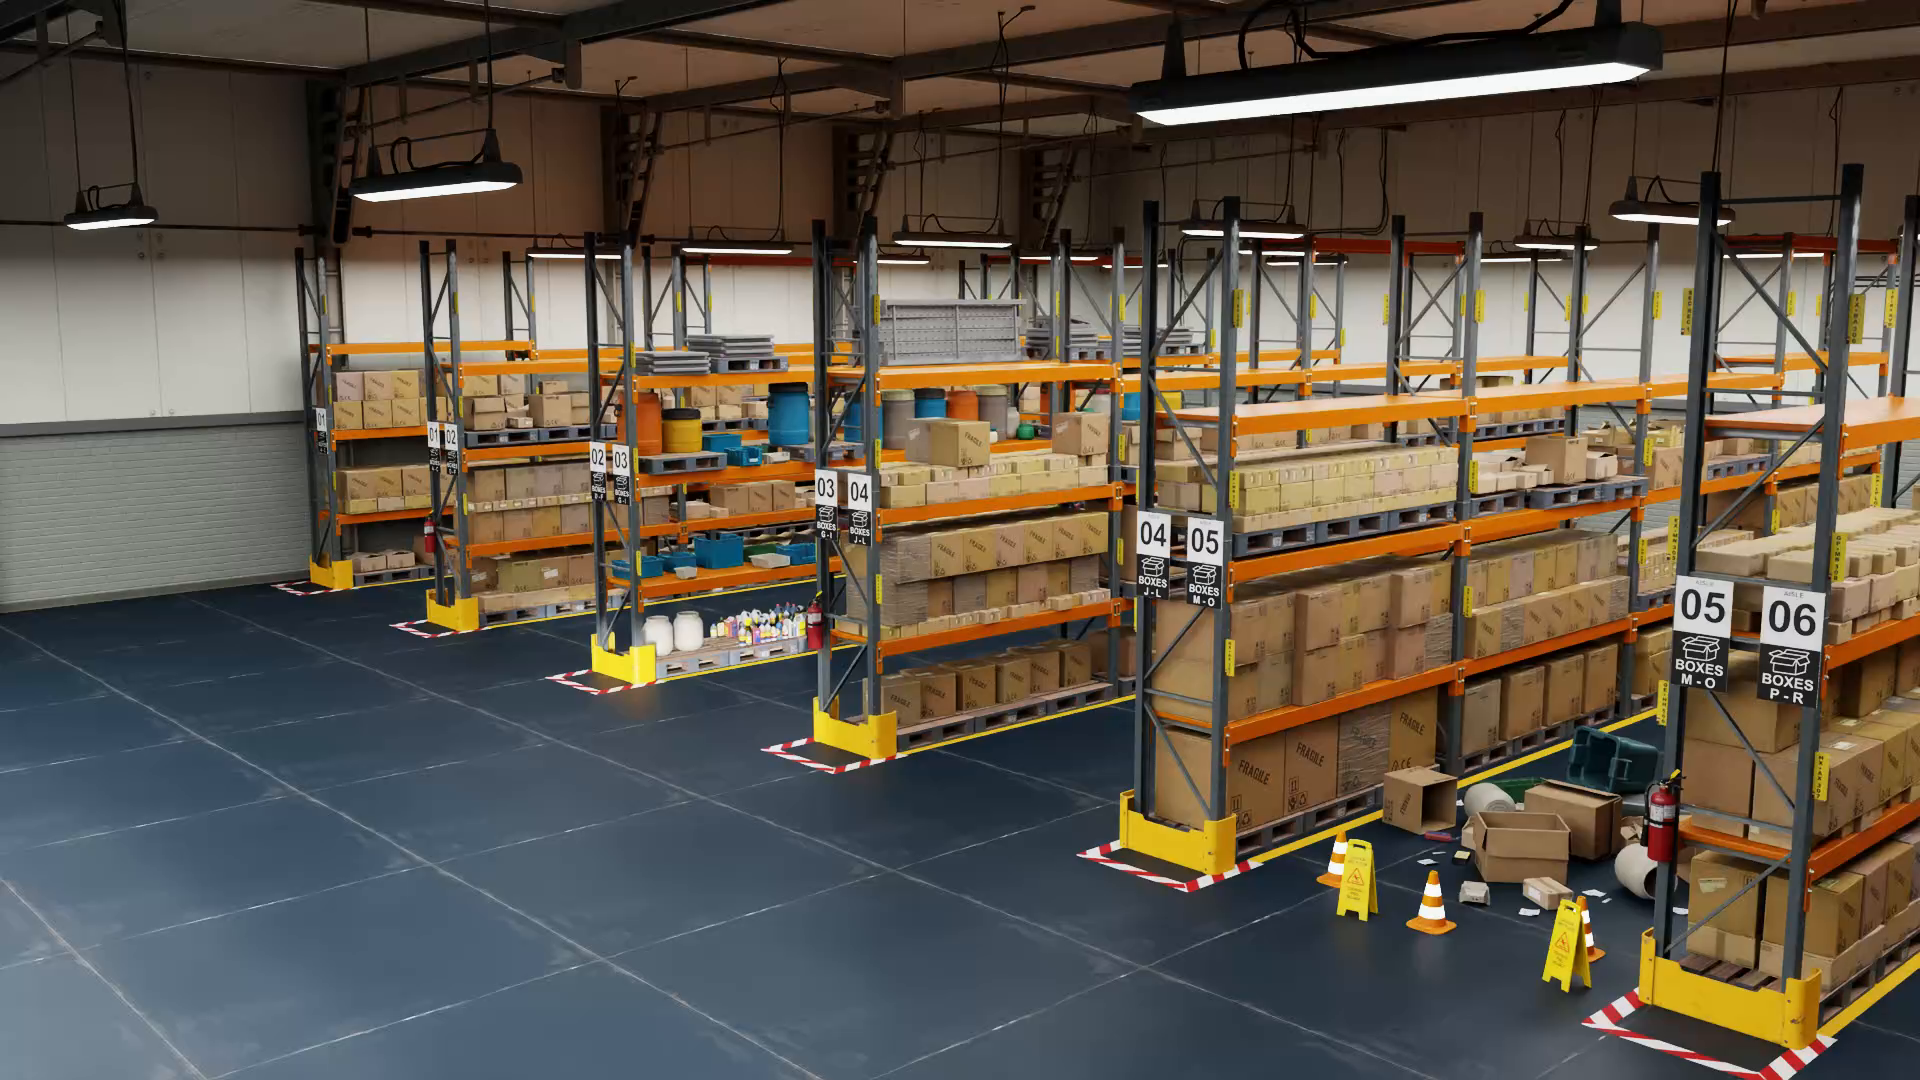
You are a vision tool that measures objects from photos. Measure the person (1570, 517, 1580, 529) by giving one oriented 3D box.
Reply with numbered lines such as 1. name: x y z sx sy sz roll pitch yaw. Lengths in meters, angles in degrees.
1. person: 9.976 0.380 27.186 0.733 1.621 0.598 -6 11 -37
